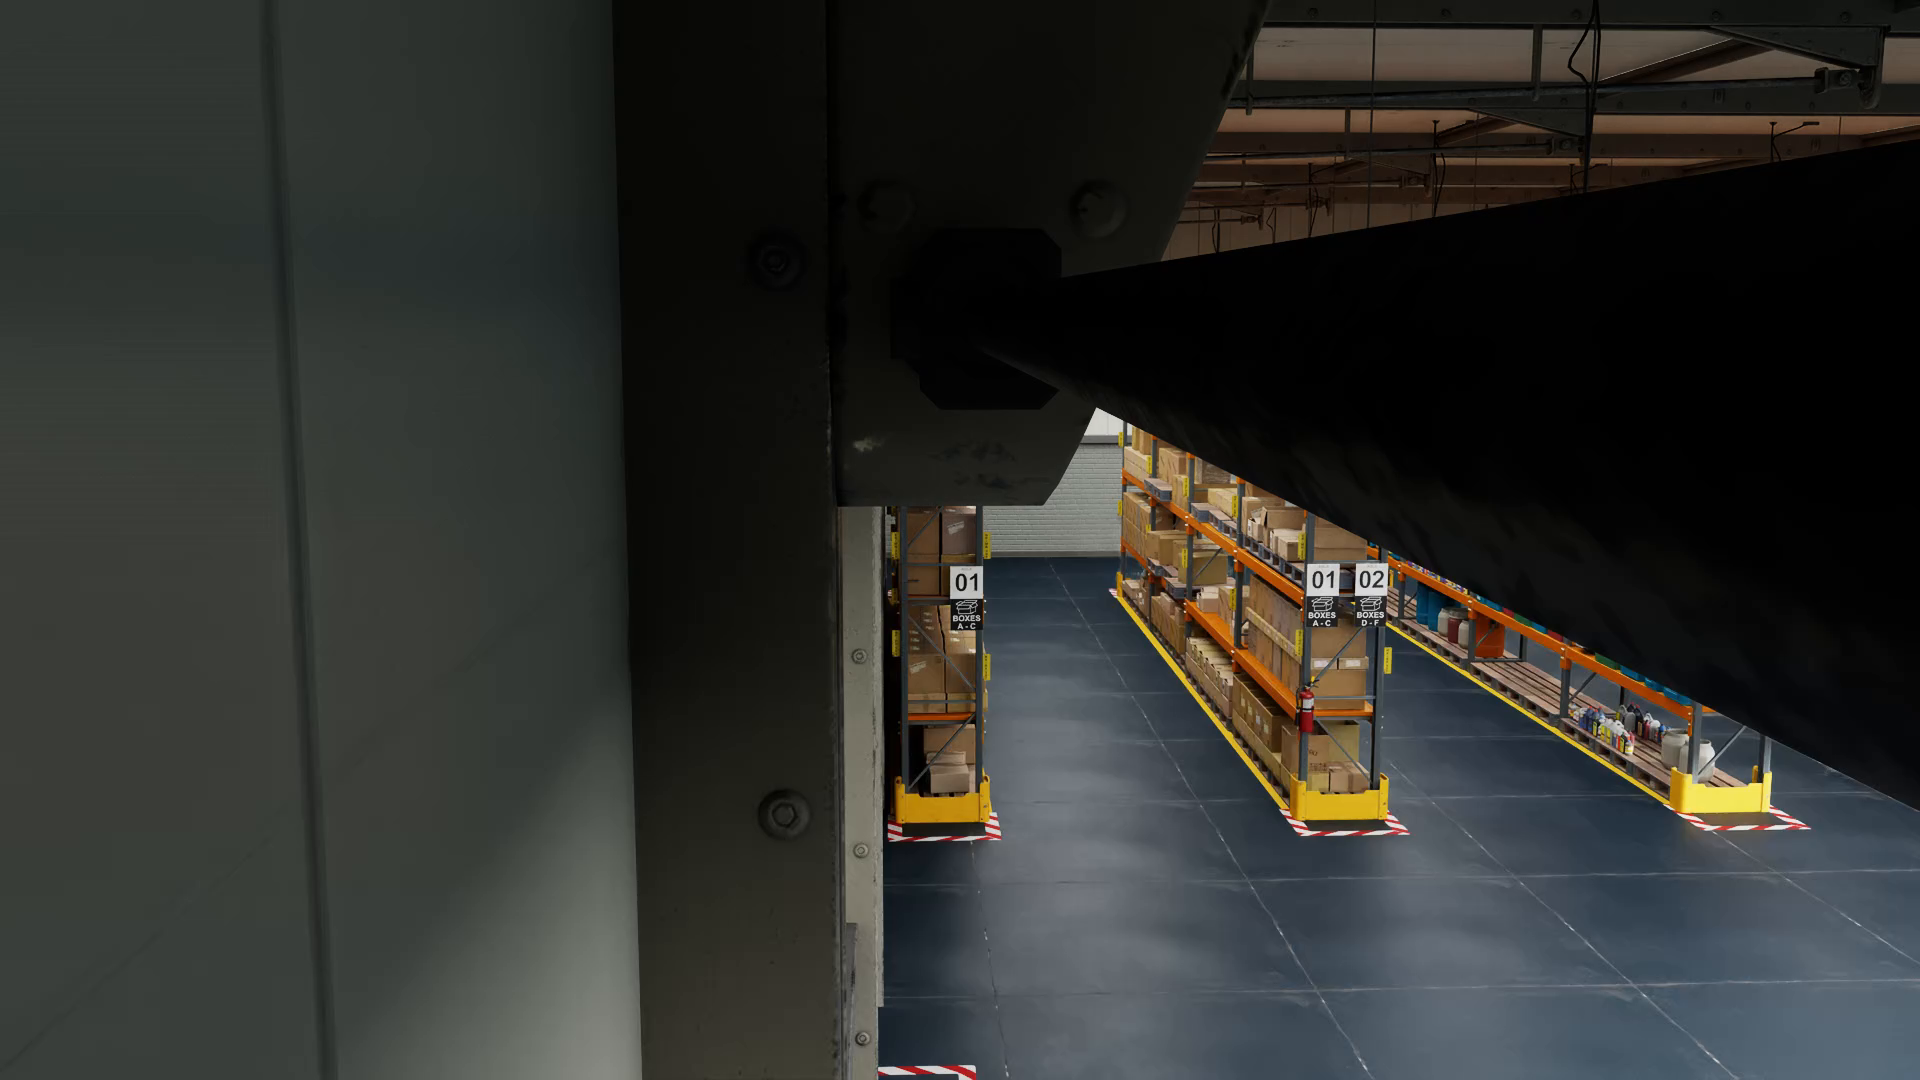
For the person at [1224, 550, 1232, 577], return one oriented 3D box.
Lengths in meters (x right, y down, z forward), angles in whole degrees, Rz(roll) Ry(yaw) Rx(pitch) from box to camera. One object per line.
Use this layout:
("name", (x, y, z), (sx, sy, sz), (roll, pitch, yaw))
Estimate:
("person", (5.764, 0.428, 36.430), (0.609, 1.609, 0.497), (-5, 10, -34))
